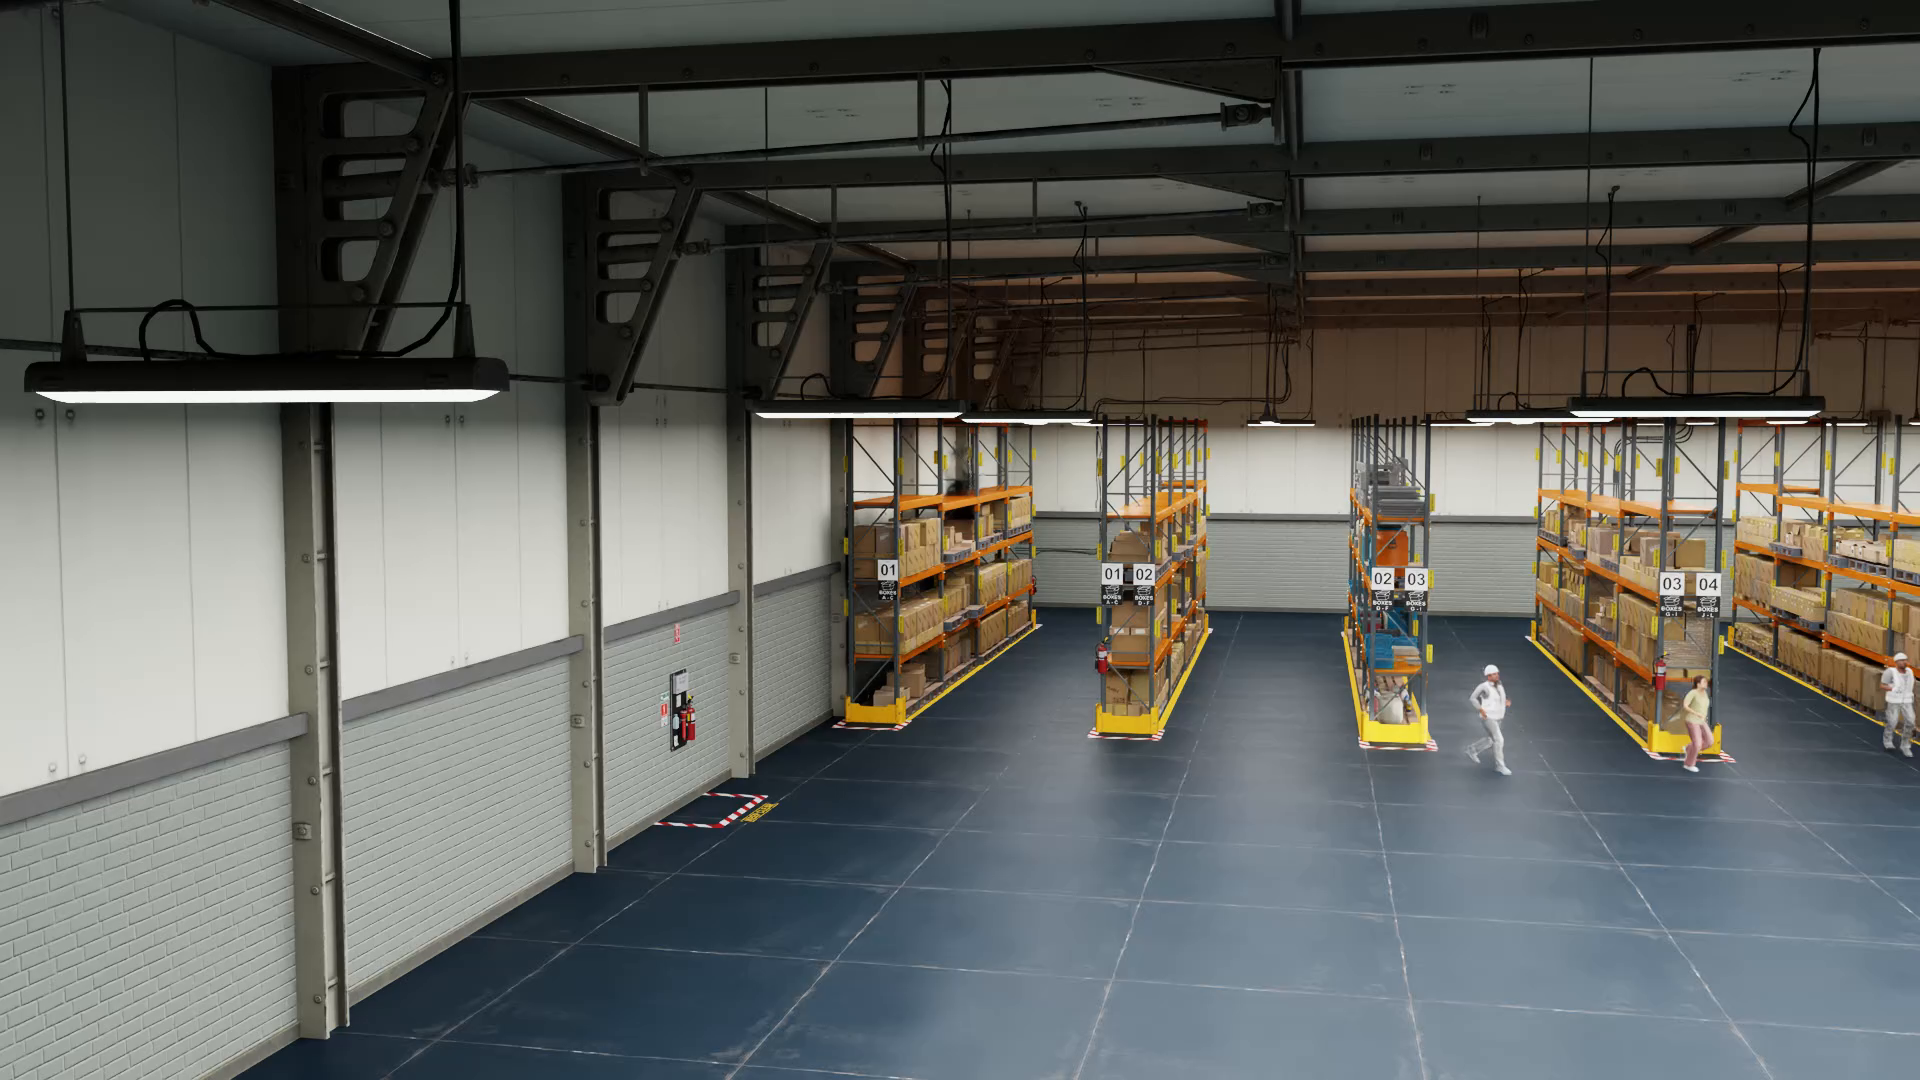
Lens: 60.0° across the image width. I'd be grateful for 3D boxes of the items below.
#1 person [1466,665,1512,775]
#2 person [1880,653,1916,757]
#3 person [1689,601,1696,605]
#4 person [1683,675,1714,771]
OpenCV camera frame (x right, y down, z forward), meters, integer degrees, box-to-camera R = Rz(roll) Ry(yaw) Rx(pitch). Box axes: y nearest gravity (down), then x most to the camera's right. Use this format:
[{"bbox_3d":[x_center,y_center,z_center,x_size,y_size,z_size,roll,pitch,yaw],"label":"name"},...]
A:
[{"bbox_3d":[8.898,2.980,27.885,0.647,1.788,0.892,-3,5,-40],"label":"person"},{"bbox_3d":[16.528,2.897,29.279,0.664,1.836,0.763,0,4,5],"label":"person"},{"bbox_3d":[18.889,2.062,42.585,0.578,1.729,0.717,1,4,15],"label":"person"},{"bbox_3d":[12.388,3.069,27.925,0.596,1.626,0.554,-2,4,-26],"label":"person"}]
